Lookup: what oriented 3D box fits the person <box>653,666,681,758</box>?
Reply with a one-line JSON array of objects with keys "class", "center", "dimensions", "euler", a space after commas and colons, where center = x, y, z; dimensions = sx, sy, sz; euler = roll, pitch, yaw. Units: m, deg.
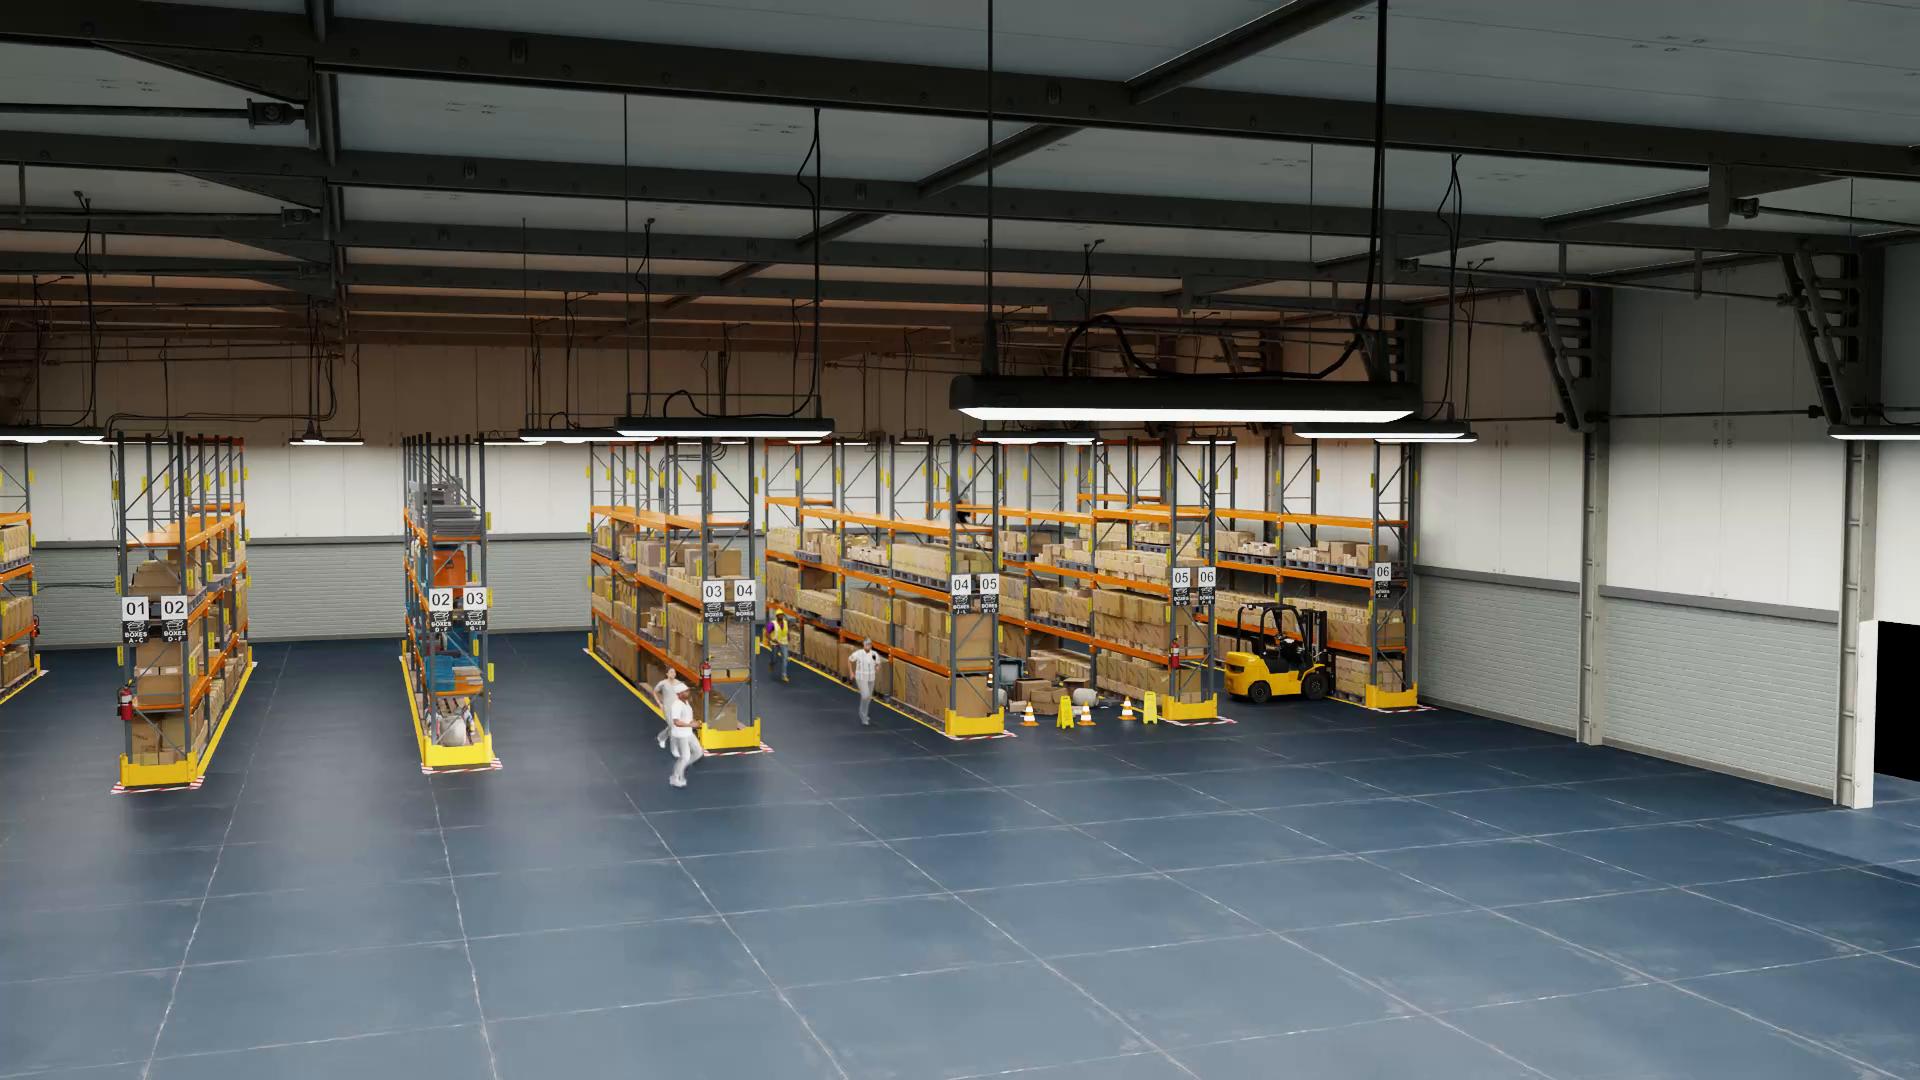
[{"class": "person", "center": [-5.434, 3.182, 31.071], "dimensions": [0.586, 1.679, 0.882], "euler": [-3, 4, -43]}]

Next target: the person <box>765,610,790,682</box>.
[{"class": "person", "center": [-4.489, 2.593, 41.098], "dimensions": [0.671, 1.757, 1.093], "euler": [-1, 3, -23]}]

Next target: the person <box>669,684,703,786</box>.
[{"class": "person", "center": [-4.637, 3.283, 28.074], "dimensions": [0.577, 1.729, 0.761], "euler": [0, 3, 7]}]

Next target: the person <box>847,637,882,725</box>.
[{"class": "person", "center": [-1.949, 2.935, 34.598], "dimensions": [0.628, 1.835, 0.854], "euler": [-2, 4, -31]}]

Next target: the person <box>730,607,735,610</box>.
[{"class": "person", "center": [-6.614, 2.181, 48.835], "dimensions": [0.727, 1.698, 0.728], "euler": [2, 4, 29]}]
